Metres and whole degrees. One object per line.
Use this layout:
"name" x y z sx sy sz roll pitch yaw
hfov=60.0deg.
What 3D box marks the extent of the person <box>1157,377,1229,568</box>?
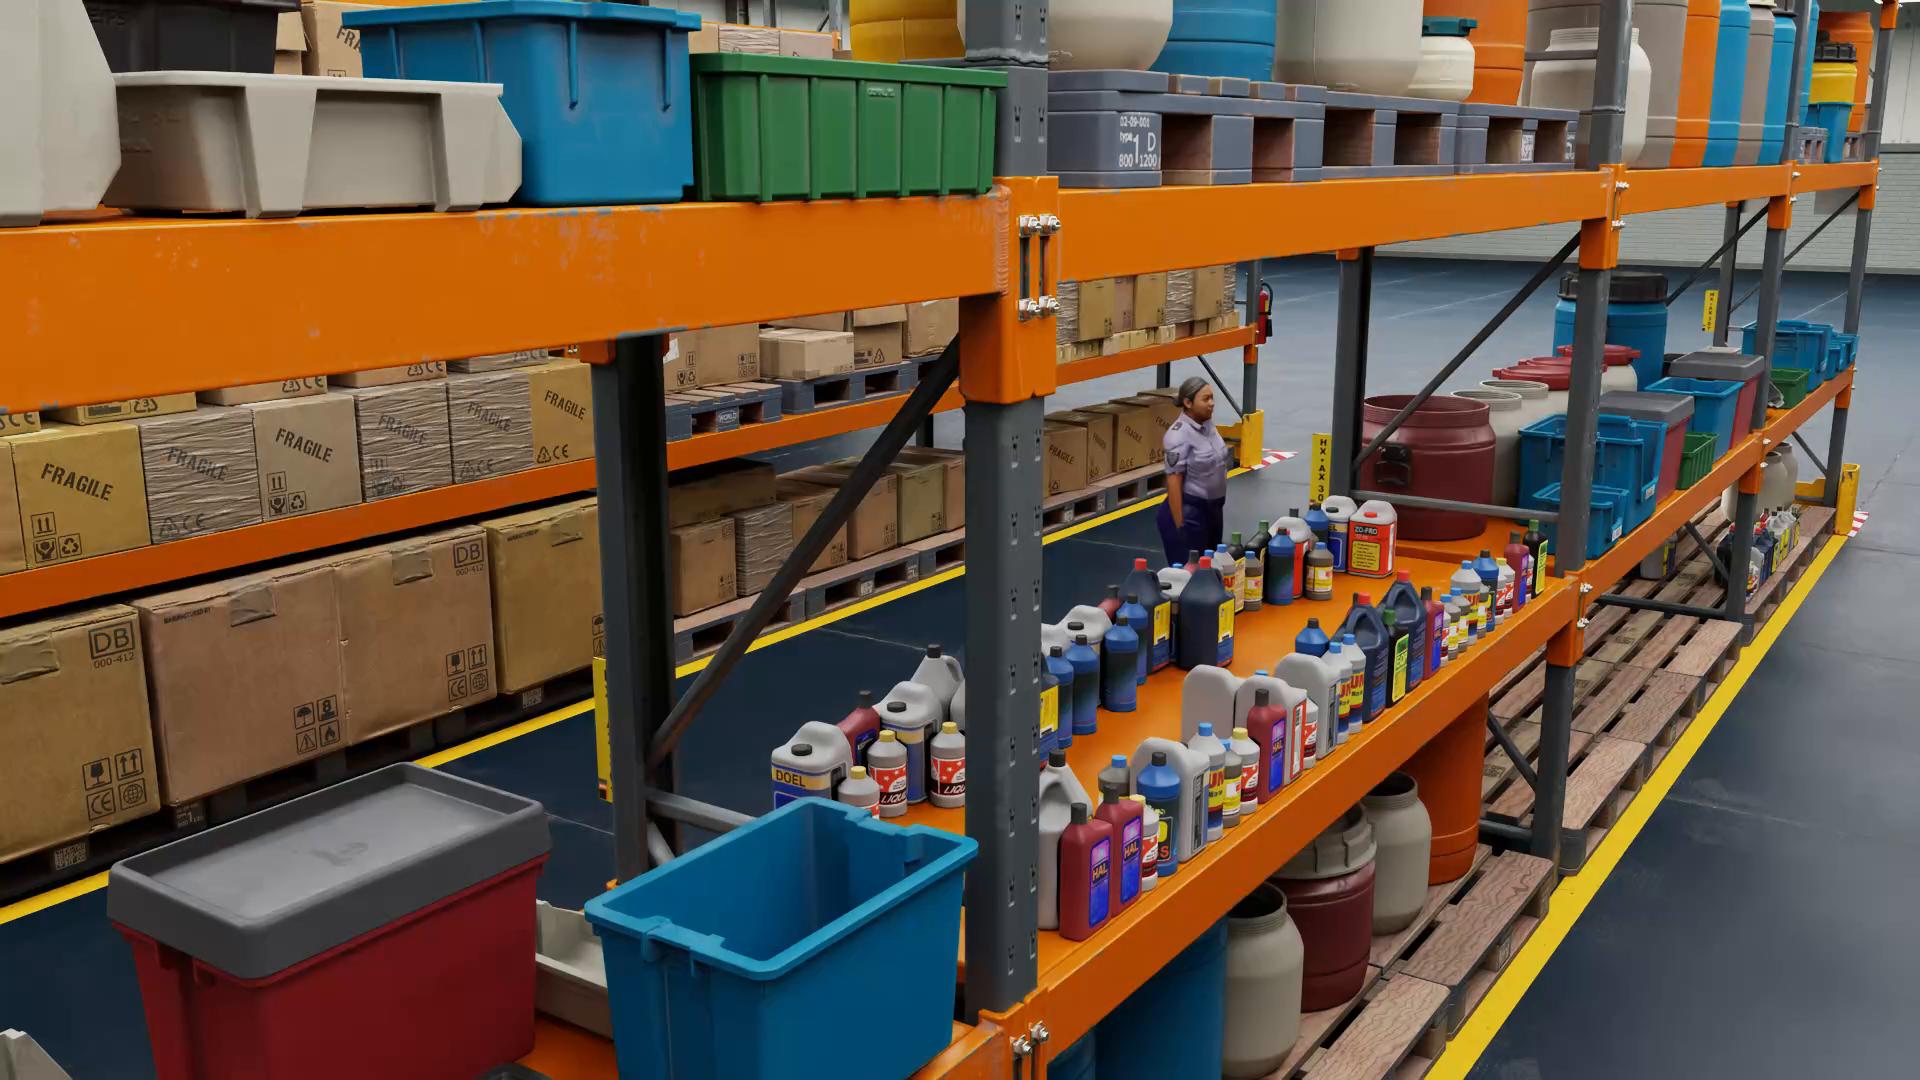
"person" 1.327 -0.053 9.515 0.492 1.728 0.501 9 16 34
